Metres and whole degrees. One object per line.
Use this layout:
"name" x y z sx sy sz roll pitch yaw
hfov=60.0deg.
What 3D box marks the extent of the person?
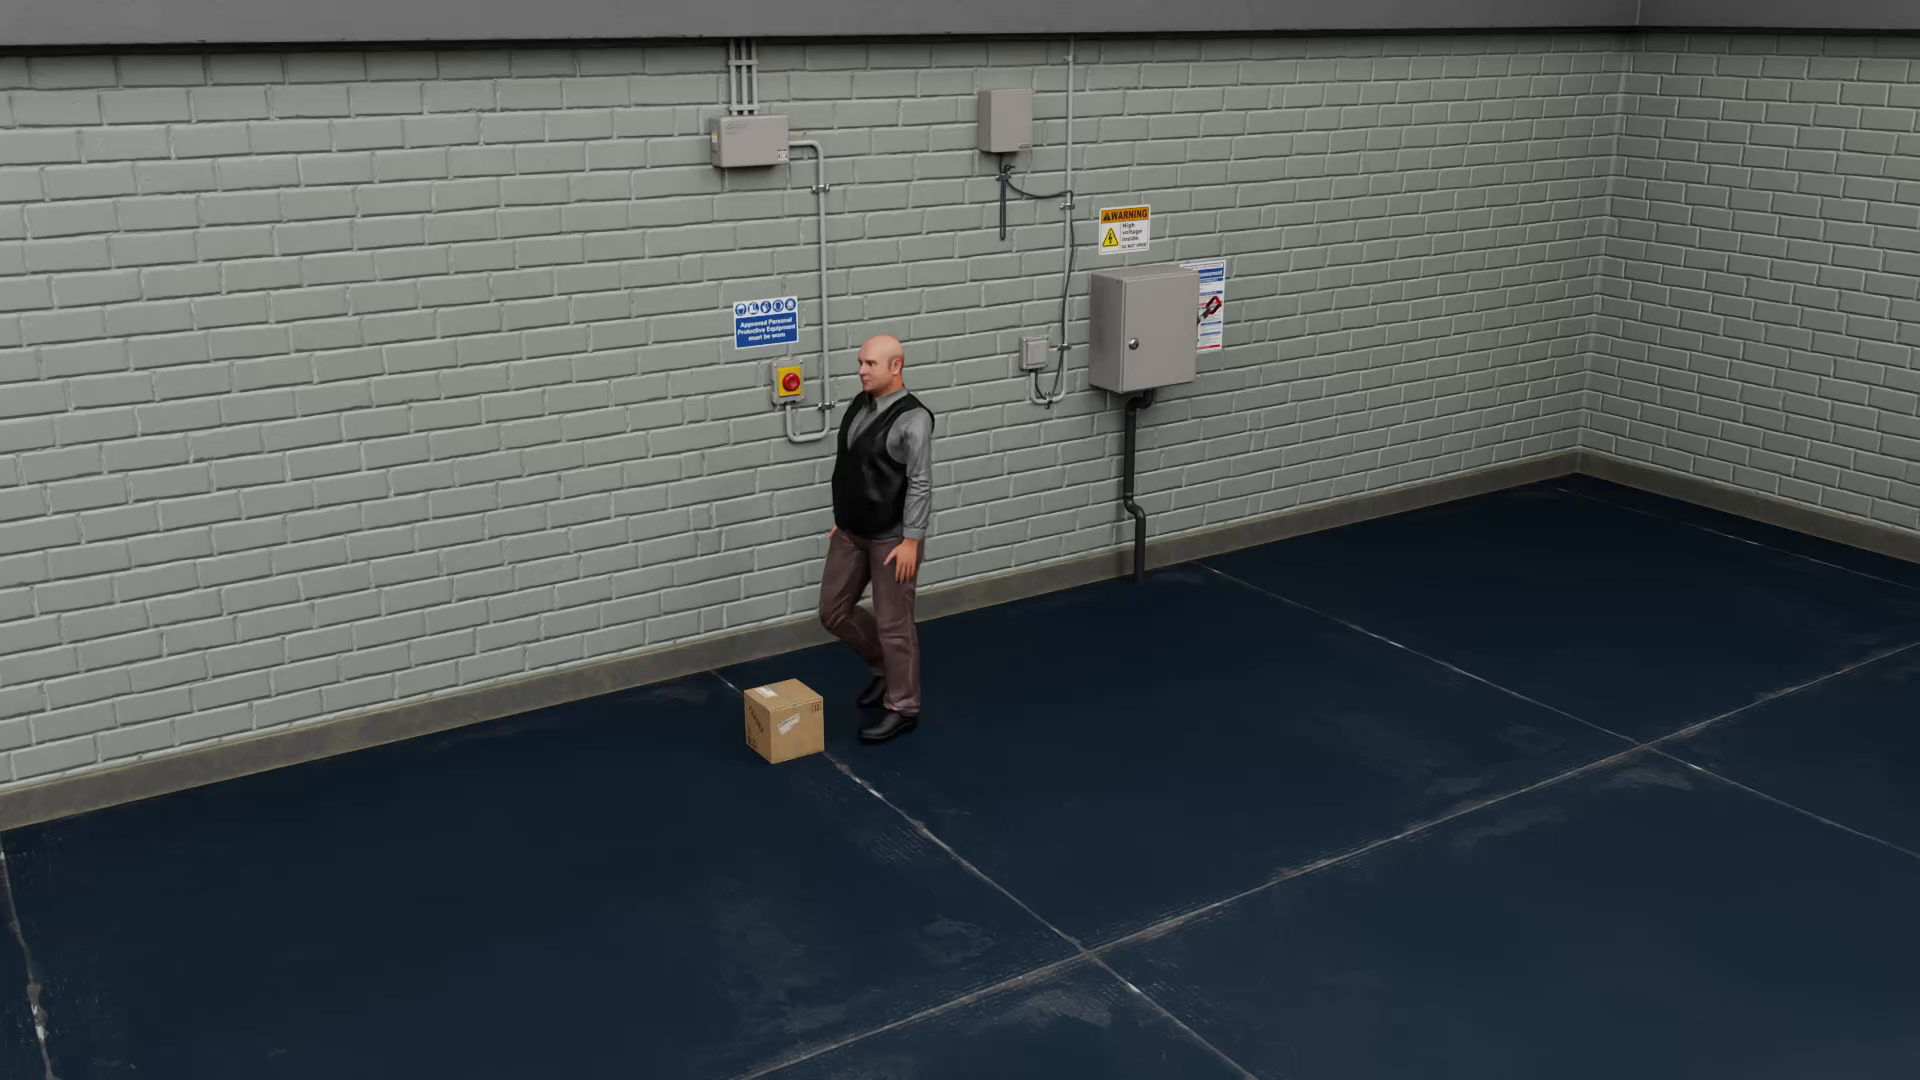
"person" -0.346 -0.018 7.102 0.430 1.728 0.558 -14 22 -36
